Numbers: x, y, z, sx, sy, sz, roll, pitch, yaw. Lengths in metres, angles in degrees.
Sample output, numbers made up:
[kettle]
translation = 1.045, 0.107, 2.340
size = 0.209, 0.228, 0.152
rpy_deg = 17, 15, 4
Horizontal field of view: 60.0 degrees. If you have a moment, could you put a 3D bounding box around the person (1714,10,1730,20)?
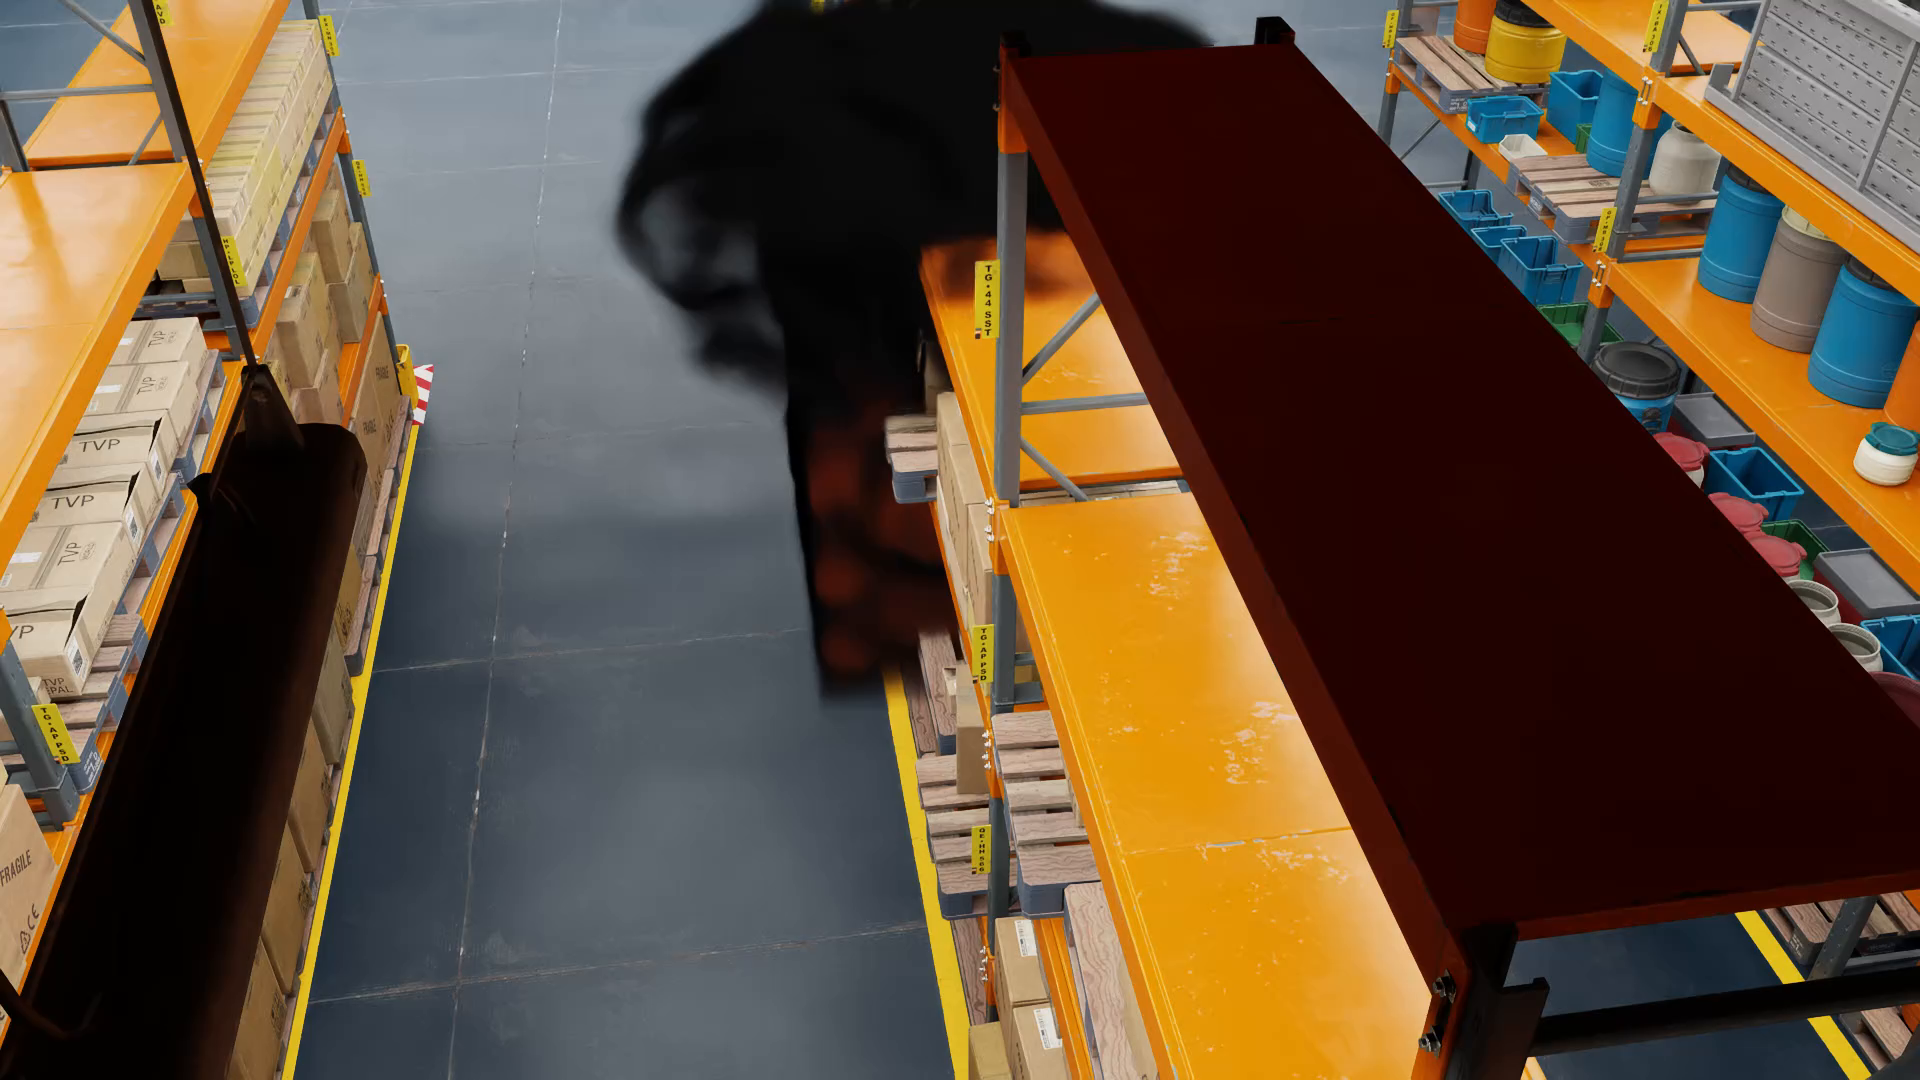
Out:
[person]
translation = 8.845, -5.471, 19.547
size = 0.827, 1.657, 0.631
rpy_deg = 10, 37, 13
